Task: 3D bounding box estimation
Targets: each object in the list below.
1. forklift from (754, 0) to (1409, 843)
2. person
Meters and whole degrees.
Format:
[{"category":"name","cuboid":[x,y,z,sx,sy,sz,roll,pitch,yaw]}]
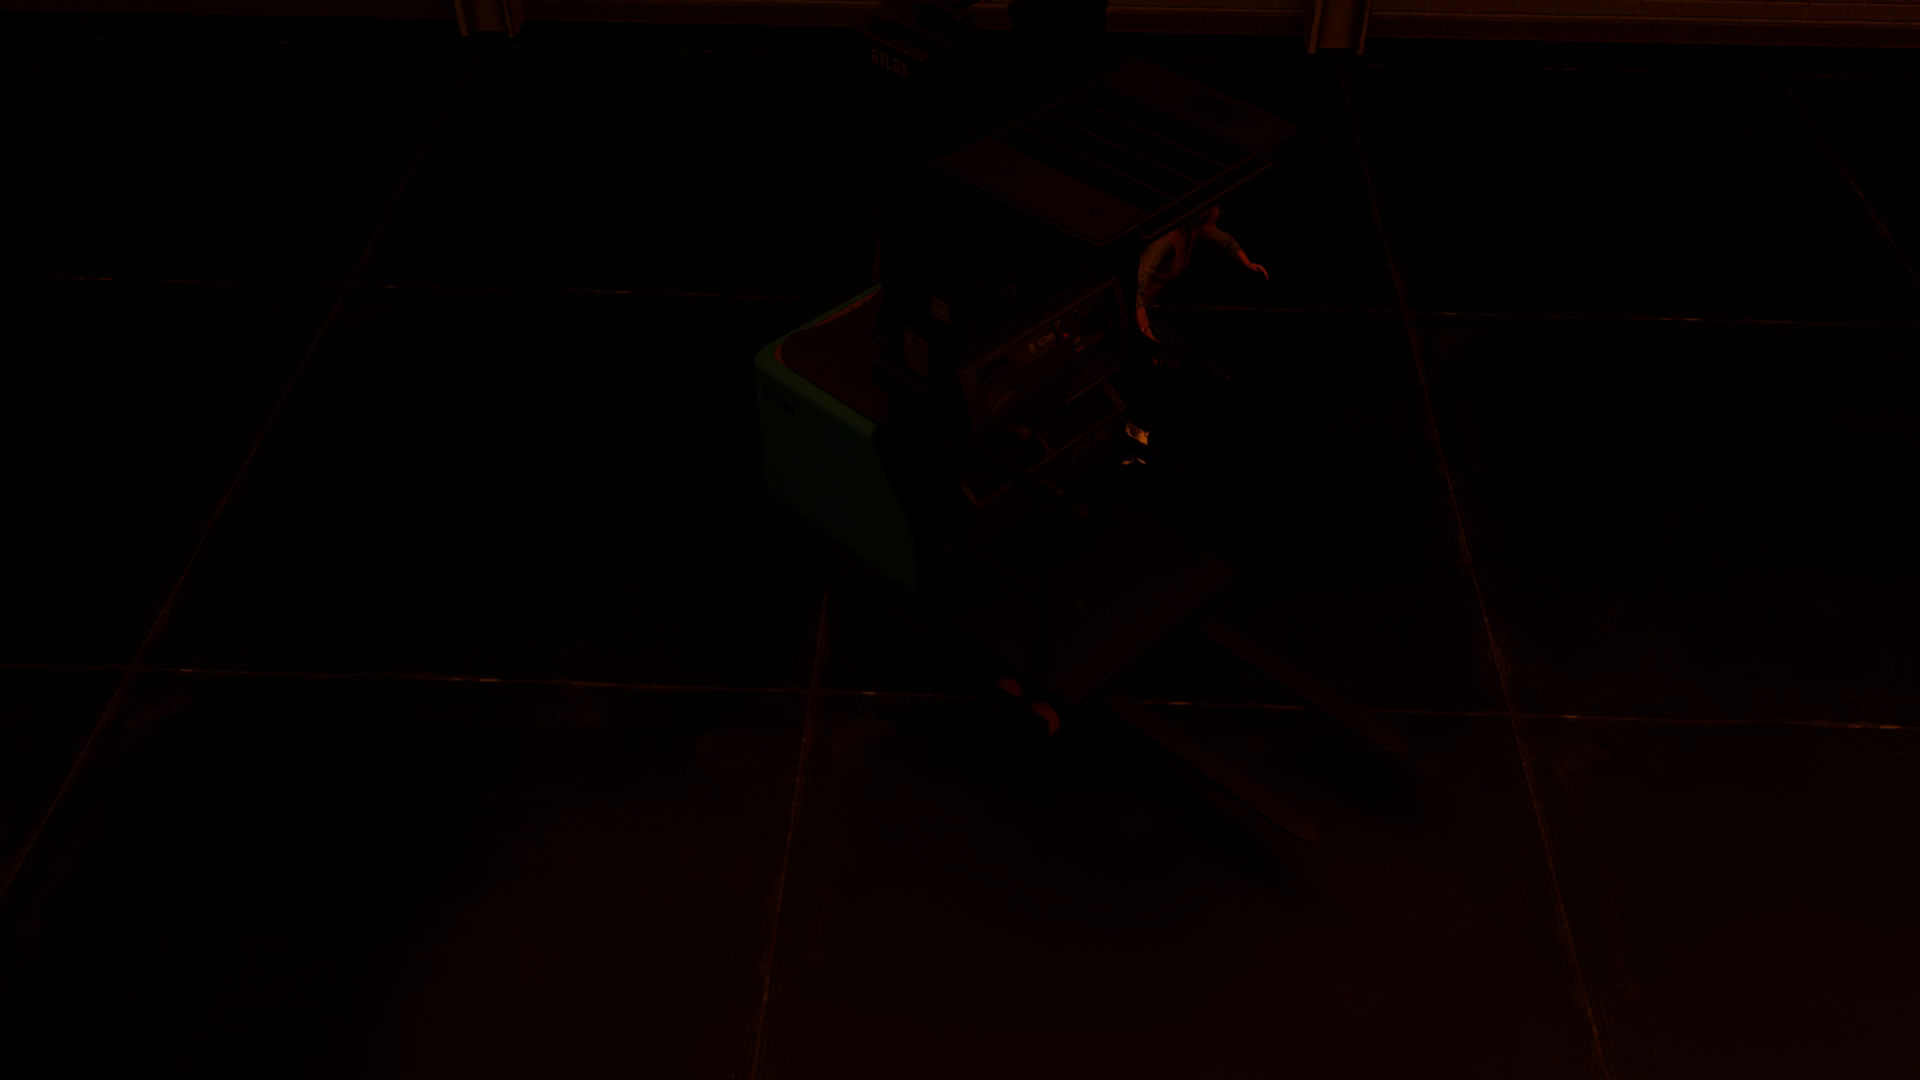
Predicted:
[{"category":"forklift","cuboid":[0.490,-0.642,6.446,3.031,2.935,1.130,33,52,31]},{"category":"person","cuboid":[1.034,-1.049,8.051,0.820,1.361,0.823,12,44,13]}]
